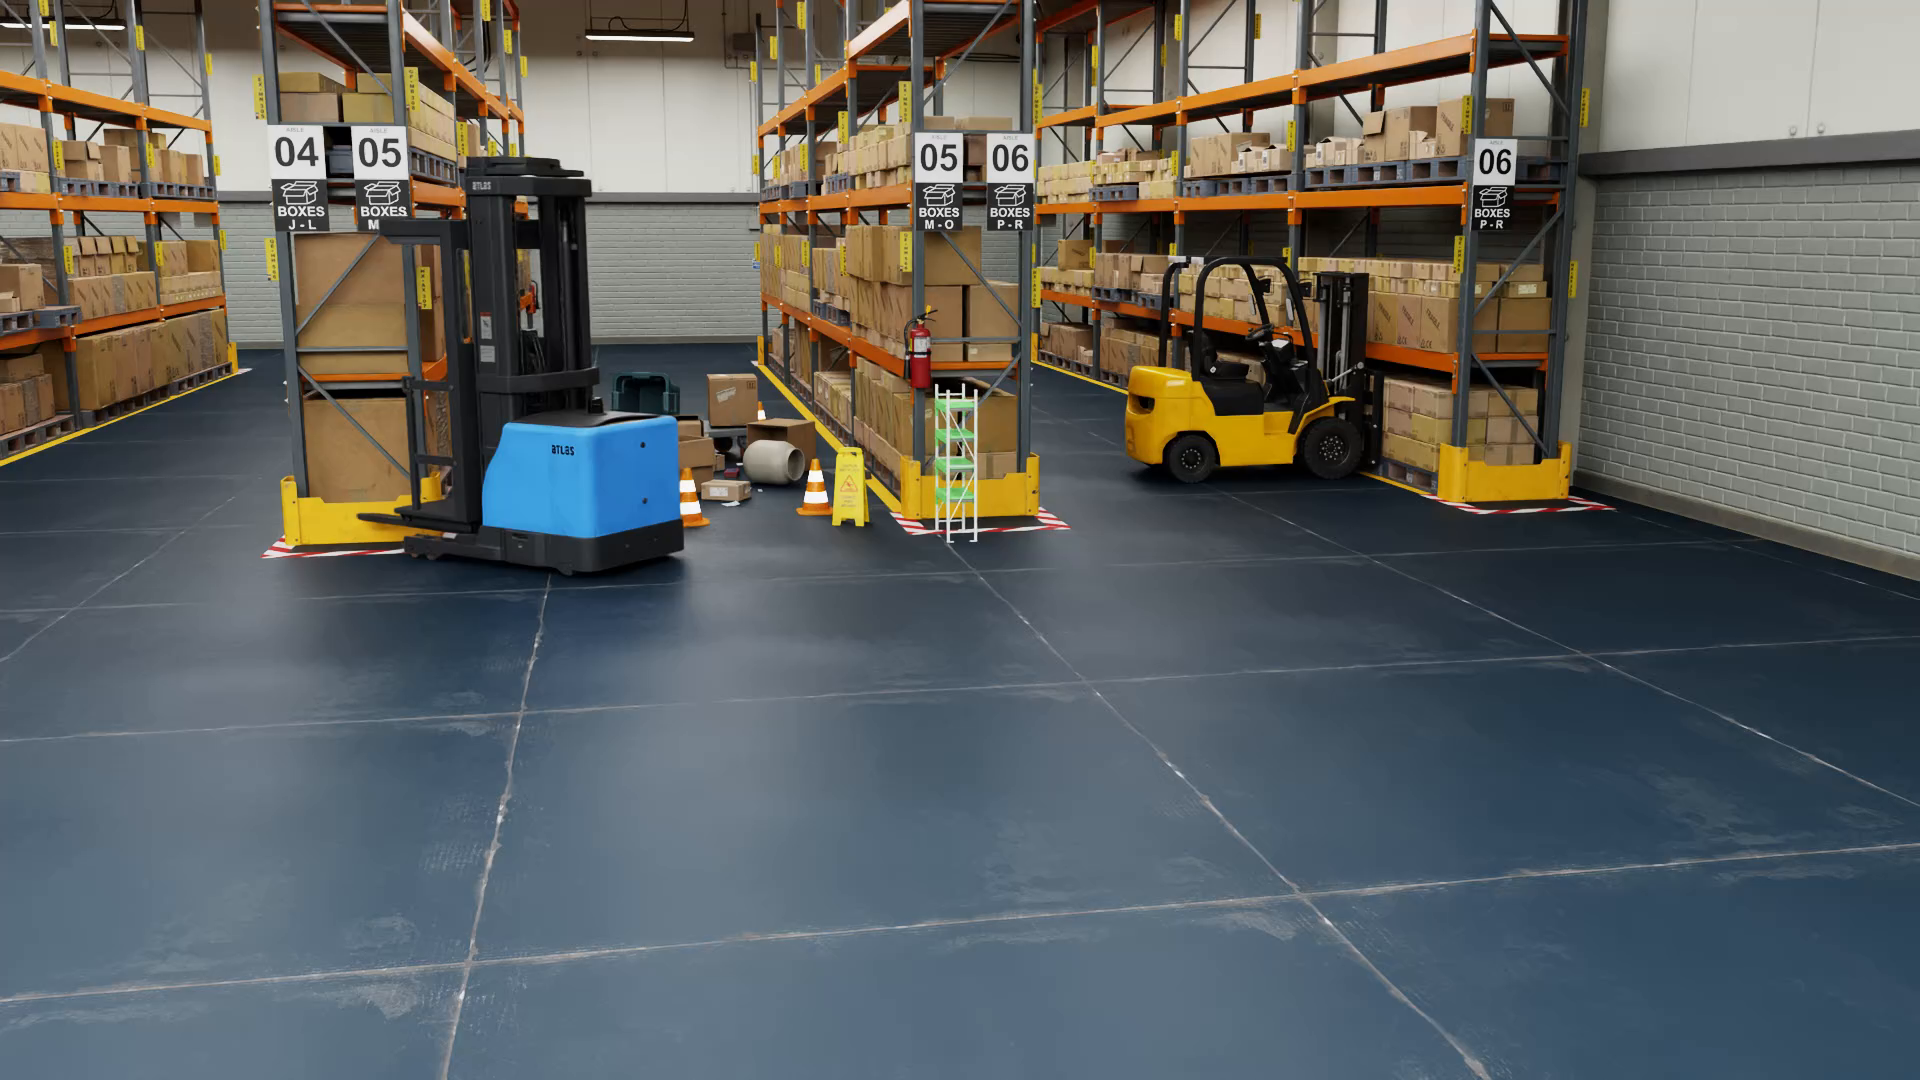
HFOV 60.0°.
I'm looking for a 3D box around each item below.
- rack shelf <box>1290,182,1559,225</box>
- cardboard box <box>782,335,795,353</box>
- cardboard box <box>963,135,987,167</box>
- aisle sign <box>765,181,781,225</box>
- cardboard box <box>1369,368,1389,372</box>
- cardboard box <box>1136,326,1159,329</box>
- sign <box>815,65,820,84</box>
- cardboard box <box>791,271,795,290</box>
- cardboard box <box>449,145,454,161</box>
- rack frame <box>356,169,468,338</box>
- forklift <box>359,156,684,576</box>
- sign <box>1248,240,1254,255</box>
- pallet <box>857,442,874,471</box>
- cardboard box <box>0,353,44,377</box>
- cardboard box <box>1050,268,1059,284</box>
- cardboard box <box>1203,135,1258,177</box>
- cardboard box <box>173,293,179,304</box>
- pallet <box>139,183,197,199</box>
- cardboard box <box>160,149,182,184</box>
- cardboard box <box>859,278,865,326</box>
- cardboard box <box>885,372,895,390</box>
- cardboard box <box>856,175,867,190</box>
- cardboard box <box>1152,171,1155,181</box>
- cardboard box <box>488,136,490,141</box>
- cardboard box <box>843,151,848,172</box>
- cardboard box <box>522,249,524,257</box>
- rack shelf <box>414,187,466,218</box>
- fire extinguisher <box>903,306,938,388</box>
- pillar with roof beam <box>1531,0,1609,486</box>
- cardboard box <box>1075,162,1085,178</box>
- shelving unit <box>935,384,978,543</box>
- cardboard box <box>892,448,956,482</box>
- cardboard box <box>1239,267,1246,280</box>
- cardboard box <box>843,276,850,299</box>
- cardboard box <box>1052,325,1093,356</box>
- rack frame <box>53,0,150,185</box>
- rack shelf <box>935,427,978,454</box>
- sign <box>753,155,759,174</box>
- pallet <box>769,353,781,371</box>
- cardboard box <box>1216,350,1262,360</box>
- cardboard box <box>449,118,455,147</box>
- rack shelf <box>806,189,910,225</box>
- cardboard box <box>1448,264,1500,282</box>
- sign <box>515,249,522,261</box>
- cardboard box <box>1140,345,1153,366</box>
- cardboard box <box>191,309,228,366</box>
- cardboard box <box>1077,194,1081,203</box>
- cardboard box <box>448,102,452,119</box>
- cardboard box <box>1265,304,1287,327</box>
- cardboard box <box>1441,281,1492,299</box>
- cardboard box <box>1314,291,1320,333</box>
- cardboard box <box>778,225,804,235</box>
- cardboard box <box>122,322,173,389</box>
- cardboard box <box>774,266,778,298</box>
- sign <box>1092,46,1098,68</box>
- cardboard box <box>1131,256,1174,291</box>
[{"bbox_3d":[4.579,-3.353,16.694,1.077,0.370,4.000,-2,11,-11],"label":"rack shelf"},{"bbox_3d":[-2.425,-3.117,27.280,0.875,0.438,0.875,-2,11,-13],"label":"cardboard box"},{"bbox_3d":[0.264,-3.333,14.269,0.500,0.250,0.500,-2,11,-12],"label":"cardboard box"},{"bbox_3d":[-3.310,-5.899,29.216,0.394,0.787,0.004,-2,11,-11],"label":"aisle sign"},{"bbox_3d":[4.174,-1.662,17.461,0.500,0.250,0.500,-2,11,-9],"label":"cardboard box"},{"bbox_3d":[2.989,-3.307,26.377,0.380,0.149,0.250,-3,11,-13],"label":"cardboard box"},{"bbox_3d":[-2.477,-8.082,28.880,0.100,0.325,0.005,-2,11,-11],"label":"sign"},{"bbox_3d":[-2.124,-3.686,23.605,0.500,0.250,0.500,-2,11,-13],"label":"cardboard box"},{"bbox_3d":[-5.080,-3.724,16.001,0.380,0.149,0.250,-2,11,-10],"label":"cardboard box"},{"bbox_3d":[-5.514,-2.220,16.839,1.000,3.000,0.127,-2,11,-11],"label":"rack frame"},{"bbox_3d":[-3.591,-1.368,12.547,3.031,2.935,1.130,7,13,31],"label":"forklift"},{"bbox_3d":[3.956,-3.923,22.690,0.100,0.325,0.005,-2,11,-11],"label":"sign"},{"bbox_3d":[-0.513,-0.927,17.503,1.003,0.211,1.213,-2,11,-11],"label":"pallet"},{"bbox_3d":[-11.017,-2.027,19.326,0.500,0.250,0.500,-2,11,-9],"label":"cardboard box"},{"bbox_3d":[1.880,-4.595,28.922,0.500,0.250,0.500,-2,11,-12],"label":"cardboard box"},{"bbox_3d":[3.510,-4.881,21.139,0.700,0.500,0.500,-2,11,-12],"label":"cardboard box"},{"bbox_3d":[-11.789,-3.565,24.577,0.380,0.149,0.250,-2,11,-9],"label":"cardboard box"},{"bbox_3d":[-12.337,-5.329,25.389,1.003,0.211,1.213,-2,11,-11],"label":"pallet"},{"bbox_3d":[-12.228,-5.645,25.152,0.700,0.500,0.500,-2,11,-9],"label":"cardboard box"},{"bbox_3d":[-0.745,-2.432,16.889,0.500,0.500,0.500,-2,11,-11],"label":"cardboard box"},{"bbox_3d":[-0.495,-1.476,15.421,0.380,0.149,0.250,-2,11,-10],"label":"cardboard box"},{"bbox_3d":[-0.864,-3.653,17.015,0.380,0.149,0.250,-2,11,-11],"label":"cardboard box"},{"bbox_3d":[2.959,-5.175,23.673,0.380,0.149,0.250,-2,11,-11],"label":"cardboard box"},{"bbox_3d":[-6.200,-5.031,21.272,0.396,0.266,0.258,-2,11,-11],"label":"cardboard box"},{"bbox_3d":[-1.027,-4.220,18.600,0.500,0.250,0.500,-2,11,-10],"label":"cardboard box"},{"bbox_3d":[-7.200,-4.748,26.382,0.500,0.500,0.500,-3,11,-13],"label":"cardboard box"},{"bbox_3d":[-5.903,-3.707,18.553,1.077,0.370,4.000,-2,11,-11],"label":"rack shelf"},{"bbox_3d":[-0.330,-1.609,13.837,0.296,0.674,0.183,-2,11,-11],"label":"fire extinguisher"},{"bbox_3d":[1.494,-4.817,14.440,9.100,9.000,0.400,-2,11,-11],"label":"pillar with roof beam"},{"bbox_3d":[2.193,-6.035,27.130,0.500,0.250,0.500,-2,11,-12],"label":"cardboard box"},{"bbox_3d":[-0.032,-0.620,13.244,0.258,1.200,0.503,-2,11,-11],"label":"shelving unit"},{"bbox_3d":[-0.326,-0.684,14.996,0.500,0.250,0.500,-2,11,-11],"label":"cardboard box"},{"bbox_3d":[3.629,-3.256,20.277,0.380,0.149,0.250,-2,11,-11],"label":"cardboard box"},{"bbox_3d":[-0.993,-2.897,18.207,0.500,0.500,0.500,-2,11,-12],"label":"cardboard box"},{"bbox_3d":[2.010,-3.505,29.153,0.700,0.500,0.500,-2,11,-9],"label":"cardboard box"},{"bbox_3d":[-11.955,-6.473,23.137,1.000,3.000,0.127,-2,11,-11],"label":"rack frame"},{"bbox_3d":[-0.032,-0.793,13.211,0.258,0.148,0.480,-2,11,-11],"label":"rack shelf"},{"bbox_3d":[-3.557,-6.542,28.976,0.100,0.325,0.005,-2,11,-11],"label":"sign"},{"bbox_3d":[-2.780,-3.106,28.951,1.003,0.211,1.213,-2,11,-11],"label":"pallet"},{"bbox_3d":[3.655,-2.139,21.640,0.875,0.625,0.625,-2,11,-9],"label":"cardboard box"},{"bbox_3d":[-5.166,-3.941,16.071,0.500,0.250,0.500,-2,11,-12],"label":"cardboard box"},{"bbox_3d":[-1.067,-3.906,19.596,1.077,0.370,4.000,-2,11,-11],"label":"rack shelf"},{"bbox_3d":[4.692,-2.438,15.187,0.380,0.149,0.250,-2,11,-11],"label":"cardboard box"},{"bbox_3d":[-6.526,-4.277,24.549,0.100,0.325,0.005,-2,11,-11],"label":"sign"},{"bbox_3d":[2.928,-2.570,24.238,0.500,0.500,0.500,-2,11,-9],"label":"cardboard box"},{"bbox_3d":[-12.530,-3.307,27.110,0.875,0.875,0.875,-2,11,-11],"label":"cardboard box"},{"bbox_3d":[2.143,-5.612,27.311,0.380,0.149,0.250,-2,11,-11],"label":"cardboard box"},{"bbox_3d":[-5.081,-4.116,15.924,0.380,0.149,0.250,-2,11,-11],"label":"cardboard box"},{"bbox_3d":[3.836,-2.609,19.284,0.500,0.250,0.500,-2,11,-10],"label":"cardboard box"},{"bbox_3d":[4.626,-2.288,15.190,0.380,0.149,0.250,-2,11,-10],"label":"cardboard box"},{"bbox_3d":[4.138,-2.463,17.849,0.500,0.500,0.500,-2,11,-10],"label":"cardboard box"},{"bbox_3d":[-2.606,-4.790,25.664,0.380,0.149,0.250,-2,11,-12],"label":"cardboard box"},{"bbox_3d":[-11.811,-2.572,23.244,1.225,0.875,0.875,-2,11,-11],"label":"cardboard box"},{"bbox_3d":[-2.680,-4.105,26.475,0.500,0.500,0.500,-2,11,-12],"label":"cardboard box"},{"bbox_3d":[2.098,-7.496,25.802,0.100,0.325,0.005,-2,11,-11],"label":"sign"},{"bbox_3d":[2.913,-3.883,24.177,0.797,0.503,0.637,-2,11,-12],"label":"cardboard box"}]
